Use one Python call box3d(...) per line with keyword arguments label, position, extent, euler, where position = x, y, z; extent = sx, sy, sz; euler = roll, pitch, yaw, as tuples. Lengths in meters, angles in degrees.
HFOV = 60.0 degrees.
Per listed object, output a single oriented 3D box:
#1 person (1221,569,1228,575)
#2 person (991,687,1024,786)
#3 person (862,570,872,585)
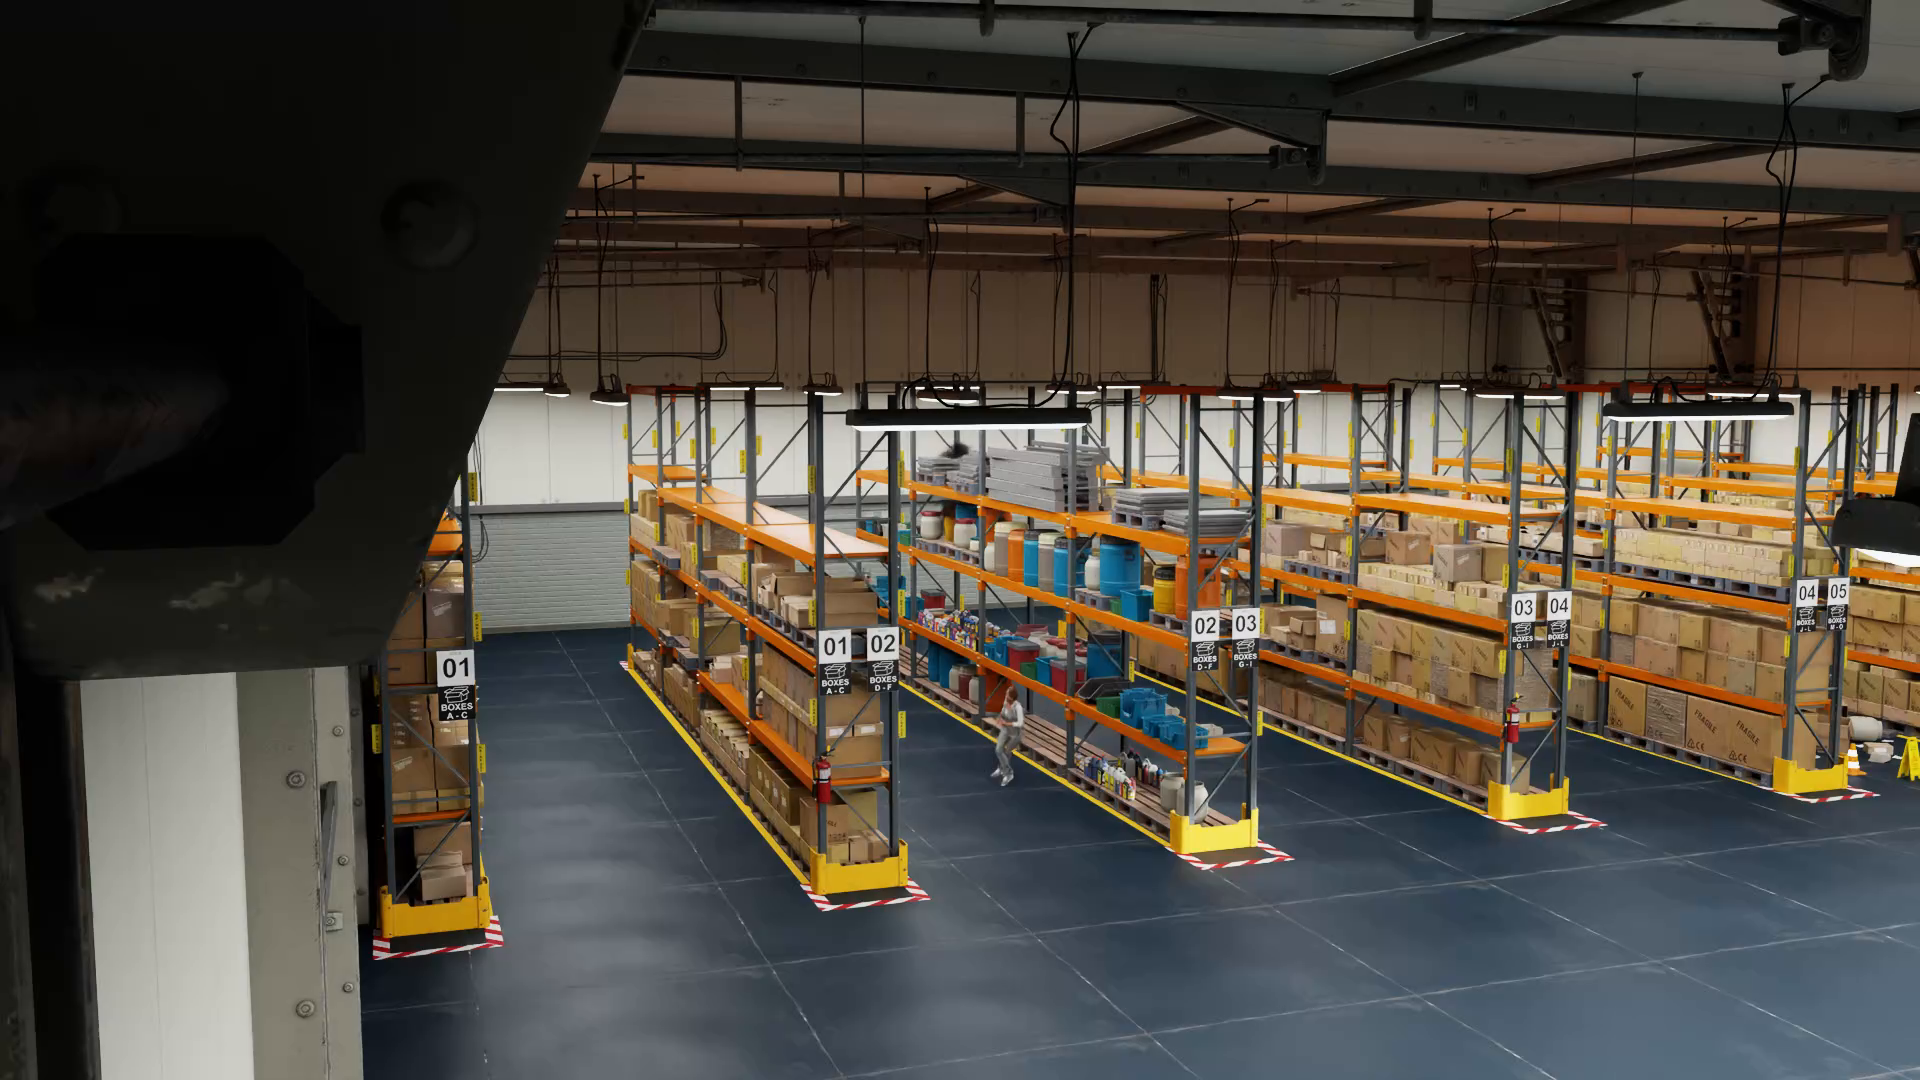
box3d(label="person", position=(6.132, 1.330, 40.097), extent=(0.704, 1.785, 0.959), euler=(2, 6, 18))
box3d(label="person", position=(0.726, 2.947, 25.316), extent=(0.688, 1.512, 0.657), euler=(3, 7, 30))
box3d(label="person", position=(-2.259, 1.552, 38.002), extent=(0.634, 1.739, 0.665), euler=(2, 6, 21))
